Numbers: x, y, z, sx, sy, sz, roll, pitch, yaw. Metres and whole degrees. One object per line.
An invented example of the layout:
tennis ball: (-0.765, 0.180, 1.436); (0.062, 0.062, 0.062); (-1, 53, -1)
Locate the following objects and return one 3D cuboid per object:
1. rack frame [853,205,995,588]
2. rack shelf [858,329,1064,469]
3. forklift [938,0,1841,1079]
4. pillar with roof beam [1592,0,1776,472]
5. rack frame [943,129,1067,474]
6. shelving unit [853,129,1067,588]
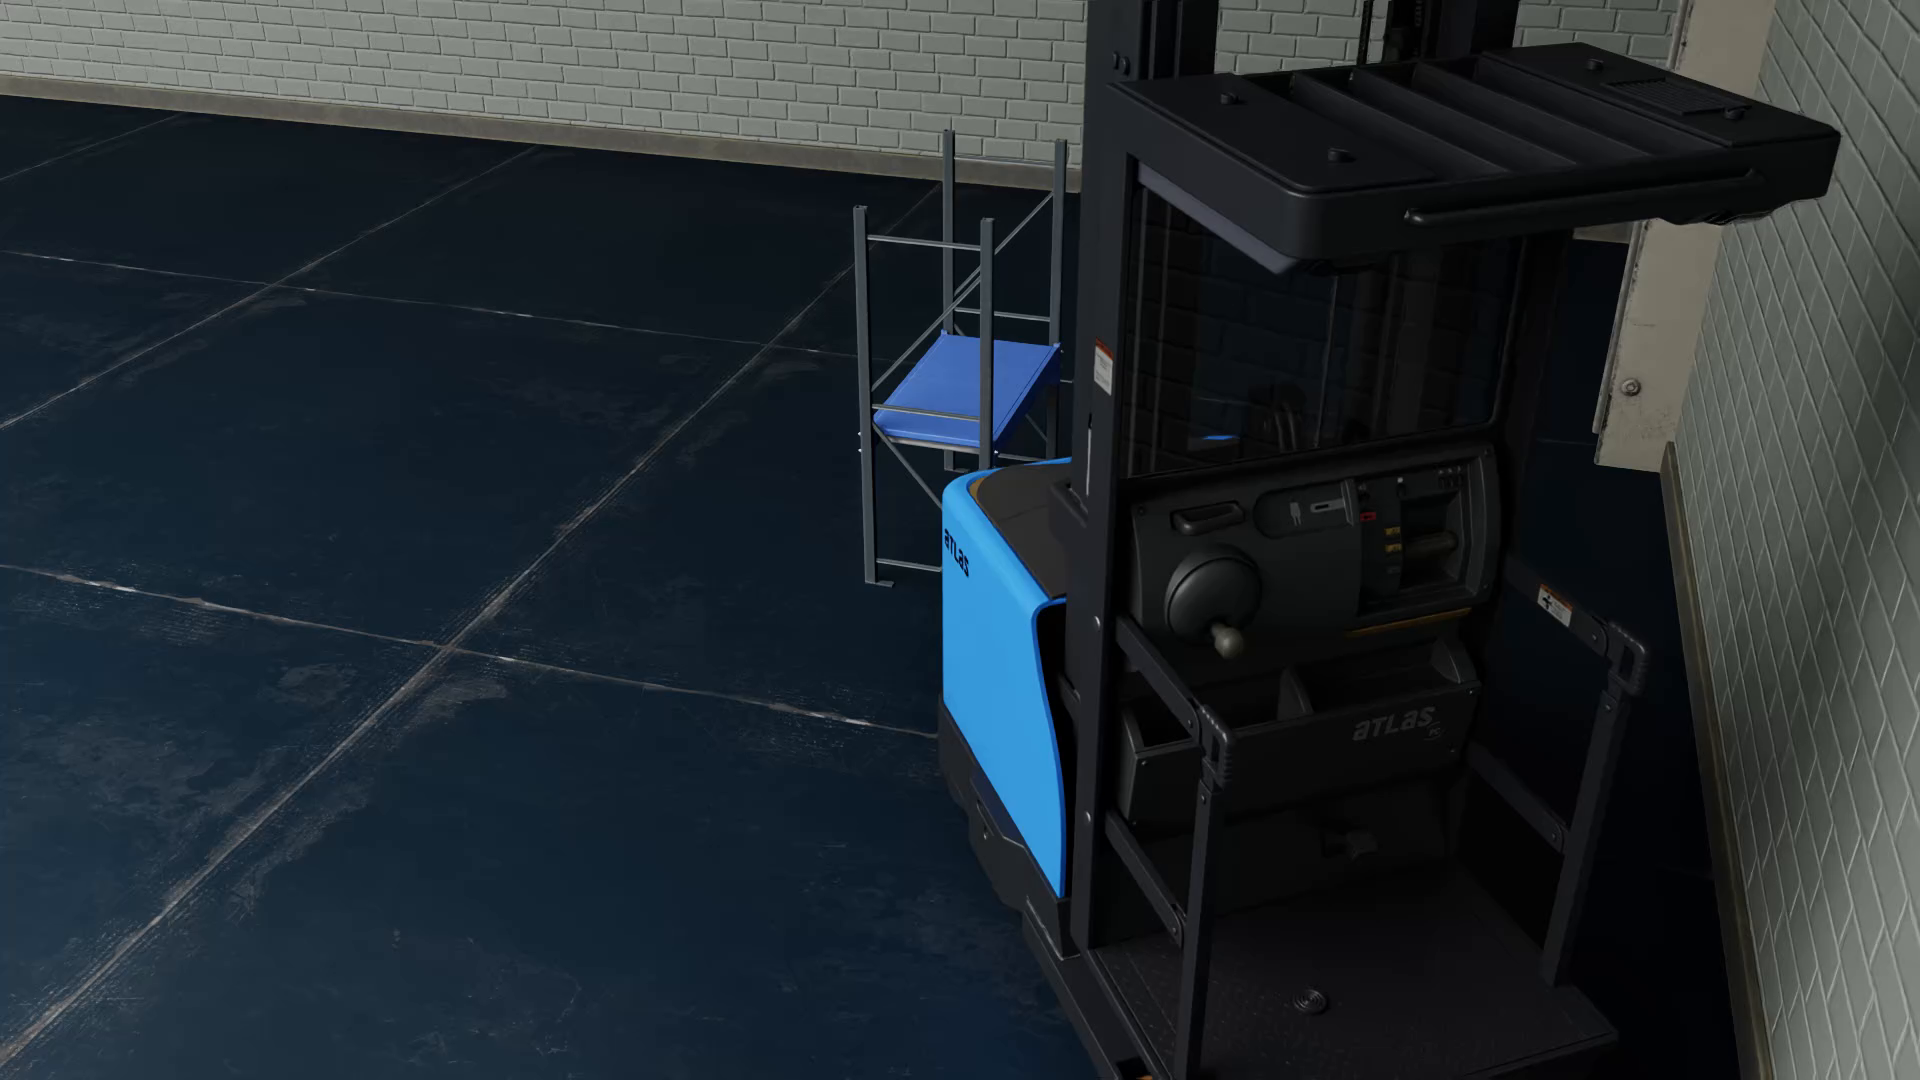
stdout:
rack frame: (-0.124, -0.459, 6.032); (0.500, 1.500, 0.032); (8, 30, 15)
rack shelf: (0.025, -0.538, 6.544); (0.538, 0.185, 1.000); (8, 30, 15)
forklift: (0.893, 0.067, 3.614); (1.130, 2.935, 3.031); (-10, 30, -17)
pillar with roof beam: (-1.105, -4.951, 6.394); (9.100, 9.000, 0.400); (8, 30, 15)
rack frame: (0.174, -0.931, 6.881); (0.500, 1.500, 0.032); (8, 30, 15)
shelving unit: (0.025, -0.695, 6.457); (0.538, 1.500, 1.048); (8, 30, 15)
